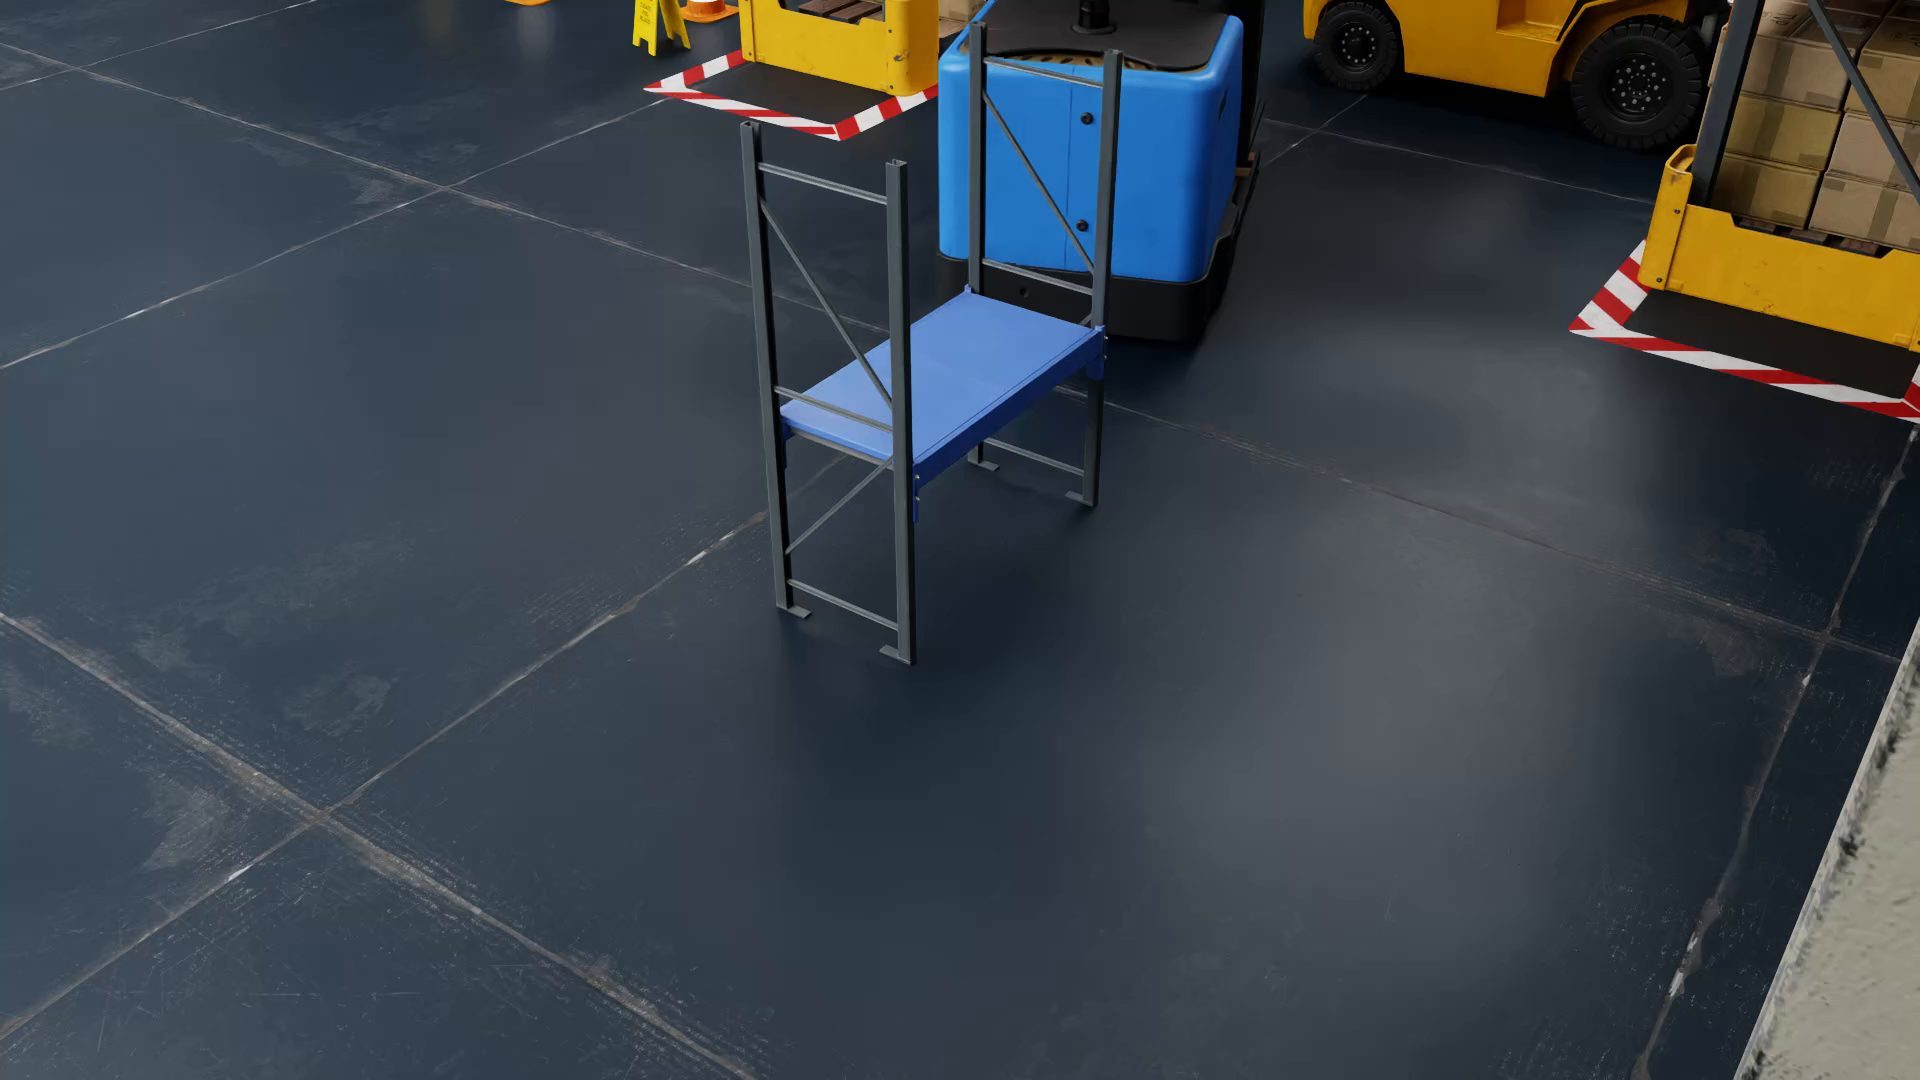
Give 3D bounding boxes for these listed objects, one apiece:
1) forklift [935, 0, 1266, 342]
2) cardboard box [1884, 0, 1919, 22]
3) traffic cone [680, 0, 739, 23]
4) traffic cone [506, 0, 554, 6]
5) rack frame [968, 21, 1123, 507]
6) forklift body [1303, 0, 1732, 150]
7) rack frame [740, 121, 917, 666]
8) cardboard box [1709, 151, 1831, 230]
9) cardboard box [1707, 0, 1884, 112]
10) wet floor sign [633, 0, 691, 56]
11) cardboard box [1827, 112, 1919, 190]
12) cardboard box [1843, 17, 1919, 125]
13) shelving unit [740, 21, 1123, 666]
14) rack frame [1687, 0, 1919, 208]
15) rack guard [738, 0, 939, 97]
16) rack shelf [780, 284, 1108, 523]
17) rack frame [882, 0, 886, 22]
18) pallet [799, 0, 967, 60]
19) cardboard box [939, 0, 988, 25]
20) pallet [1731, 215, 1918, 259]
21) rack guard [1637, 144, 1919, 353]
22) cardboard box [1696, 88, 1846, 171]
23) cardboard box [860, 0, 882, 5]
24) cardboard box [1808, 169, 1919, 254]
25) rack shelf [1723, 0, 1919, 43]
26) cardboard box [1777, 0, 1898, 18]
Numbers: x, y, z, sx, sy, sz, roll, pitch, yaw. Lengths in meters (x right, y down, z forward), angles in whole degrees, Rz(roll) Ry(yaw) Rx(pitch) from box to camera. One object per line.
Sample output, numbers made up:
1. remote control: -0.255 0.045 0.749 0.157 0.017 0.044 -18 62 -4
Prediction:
1. forklift: 0.770 -2.784 6.802 1.130 2.935 3.031 8 35 12
2. cardboard box: 4.085 -2.049 6.842 0.500 0.250 0.500 21 39 28
3. traffic cone: -1.521 -3.351 9.844 0.336 0.463 0.334 21 39 28
4. traffic cone: -2.627 -3.549 10.137 0.336 0.463 0.334 21 39 28
5. rack frame: 0.241 -0.816 5.170 0.500 1.500 0.032 21 39 28
6. forklift body: 2.956 -3.312 8.280 2.313 2.155 1.214 21 39 28
7. rack frame: -0.339 -0.348 4.478 0.500 1.500 0.032 21 39 28
8. cardboard box: 3.382 -1.560 7.011 0.500 0.250 0.500 22 40 28
9. cardboard box: 3.380 -1.969 6.723 0.500 0.250 0.500 23 40 30
10. wet floor sign: -1.694 -3.071 9.267 0.232 0.644 0.267 -22 40 -29
11. cardboard box: 3.812 -1.600 6.624 0.500 0.250 0.500 22 40 29
12. cardboard box: 3.803 -1.818 6.500 0.500 0.250 0.500 21 39 28
13. shelving unit: -0.049 -0.582 4.824 0.538 1.500 1.048 21 39 28
14. rack frame: 3.374 -2.208 5.890 1.000 3.000 0.127 21 39 28
15. rack guard: -0.663 -2.792 8.984 1.175 0.500 0.348 21 39 28
16. rack shelf: -0.049 -0.433 4.924 0.538 0.185 1.000 21 39 28
17. rack frame: -0.706 -3.792 8.232 1.000 3.000 0.127 21 39 28
18. pallet: -0.171 -3.035 9.601 1.003 0.211 1.213 21 39 28
19. cardboard box: -0.019 -3.110 9.303 0.500 0.250 0.500 21 39 28
20. pallet: 3.775 -1.419 7.211 1.003 0.211 1.213 21 39 28
21. rack guard: 3.360 -1.162 6.574 1.175 0.500 0.348 21 39 28
22. cardboard box: 3.394 -1.774 6.881 0.500 0.250 0.500 21 39 28
23. cardboard box: -0.453 -3.296 9.578 0.500 0.250 0.500 21 39 28
24. cardboard box: 3.814 -1.407 6.784 0.500 0.250 0.500 21 40 28
25. rack shelf: 4.514 -2.831 7.452 1.077 0.370 4.000 21 39 28
26. cardboard box: 3.666 -2.206 7.073 0.500 0.250 0.500 22 40 29
